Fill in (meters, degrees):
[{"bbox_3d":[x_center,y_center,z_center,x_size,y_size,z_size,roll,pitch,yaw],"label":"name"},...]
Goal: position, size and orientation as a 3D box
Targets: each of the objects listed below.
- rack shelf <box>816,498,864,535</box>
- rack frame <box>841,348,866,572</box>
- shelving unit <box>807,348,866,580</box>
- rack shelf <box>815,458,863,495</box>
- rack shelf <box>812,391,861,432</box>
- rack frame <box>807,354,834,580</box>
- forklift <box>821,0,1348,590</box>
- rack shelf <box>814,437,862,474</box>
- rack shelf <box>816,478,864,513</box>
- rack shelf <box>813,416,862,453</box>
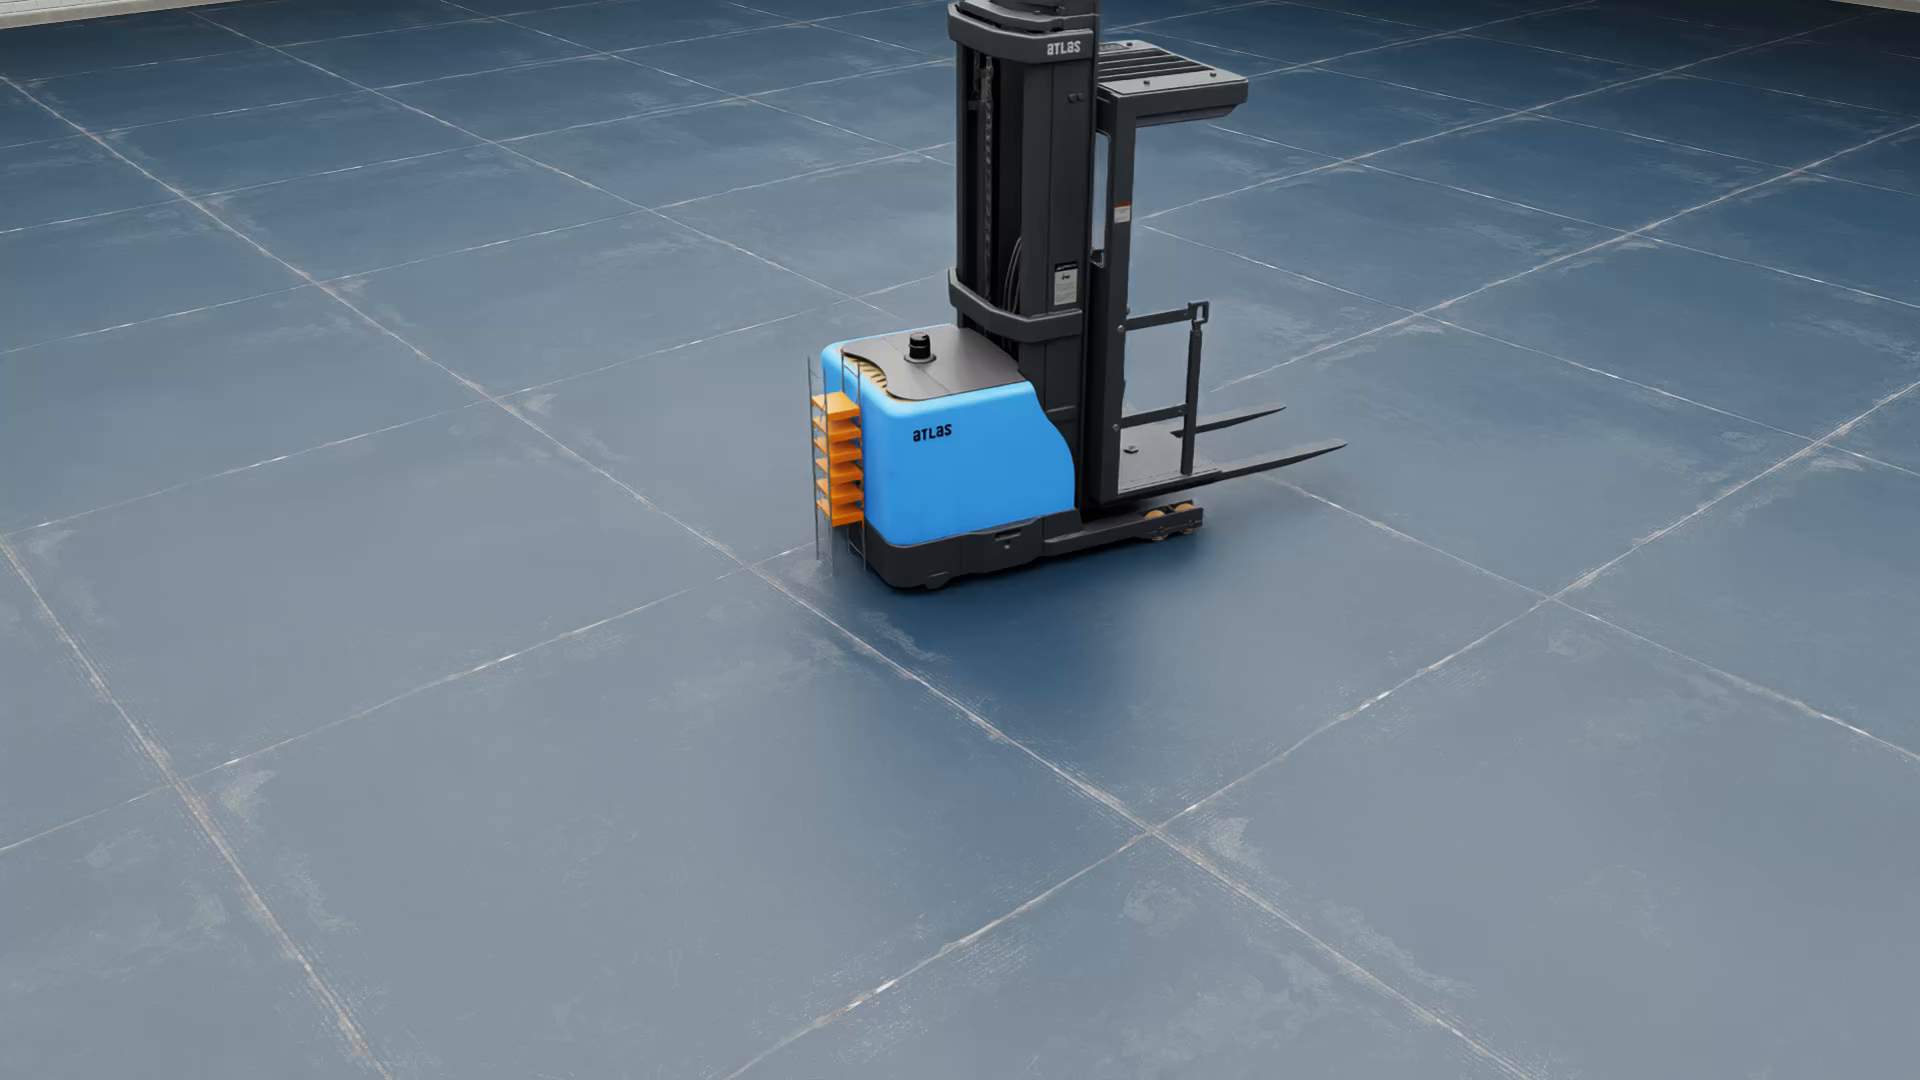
[{"bbox_3d":[-0.642,-0.138,8.838,0.180,0.103,0.258,-13,31,-23],"label":"rack shelf"},{"bbox_3d":[-0.559,-0.408,8.740,0.006,1.200,0.240,-13,31,-23],"label":"rack frame"},{"bbox_3d":[-0.642,-0.389,8.704,0.189,1.200,0.258,-13,31,-23],"label":"shelving unit"},{"bbox_3d":[-0.642,-0.350,8.725,0.180,0.103,0.258,-13,31,-23],"label":"rack shelf"},{"bbox_3d":[-0.642,-0.667,8.556,0.180,0.103,0.258,-13,31,-23],"label":"rack shelf"},{"bbox_3d":[-0.724,-0.370,8.669,0.006,1.200,0.240,-13,31,-23],"label":"rack frame"},{"bbox_3d":[0.795,-1.498,8.944,3.031,2.935,1.130,-13,31,-23],"label":"forklift"},{"bbox_3d":[-0.642,-0.455,8.669,0.180,0.103,0.258,-13,31,-23],"label":"rack shelf"},{"bbox_3d":[-0.642,-0.244,8.782,0.180,0.103,0.258,-13,31,-23],"label":"rack shelf"},{"bbox_3d":[-0.642,-0.561,8.612,0.180,0.103,0.258,-13,31,-23],"label":"rack shelf"}]
